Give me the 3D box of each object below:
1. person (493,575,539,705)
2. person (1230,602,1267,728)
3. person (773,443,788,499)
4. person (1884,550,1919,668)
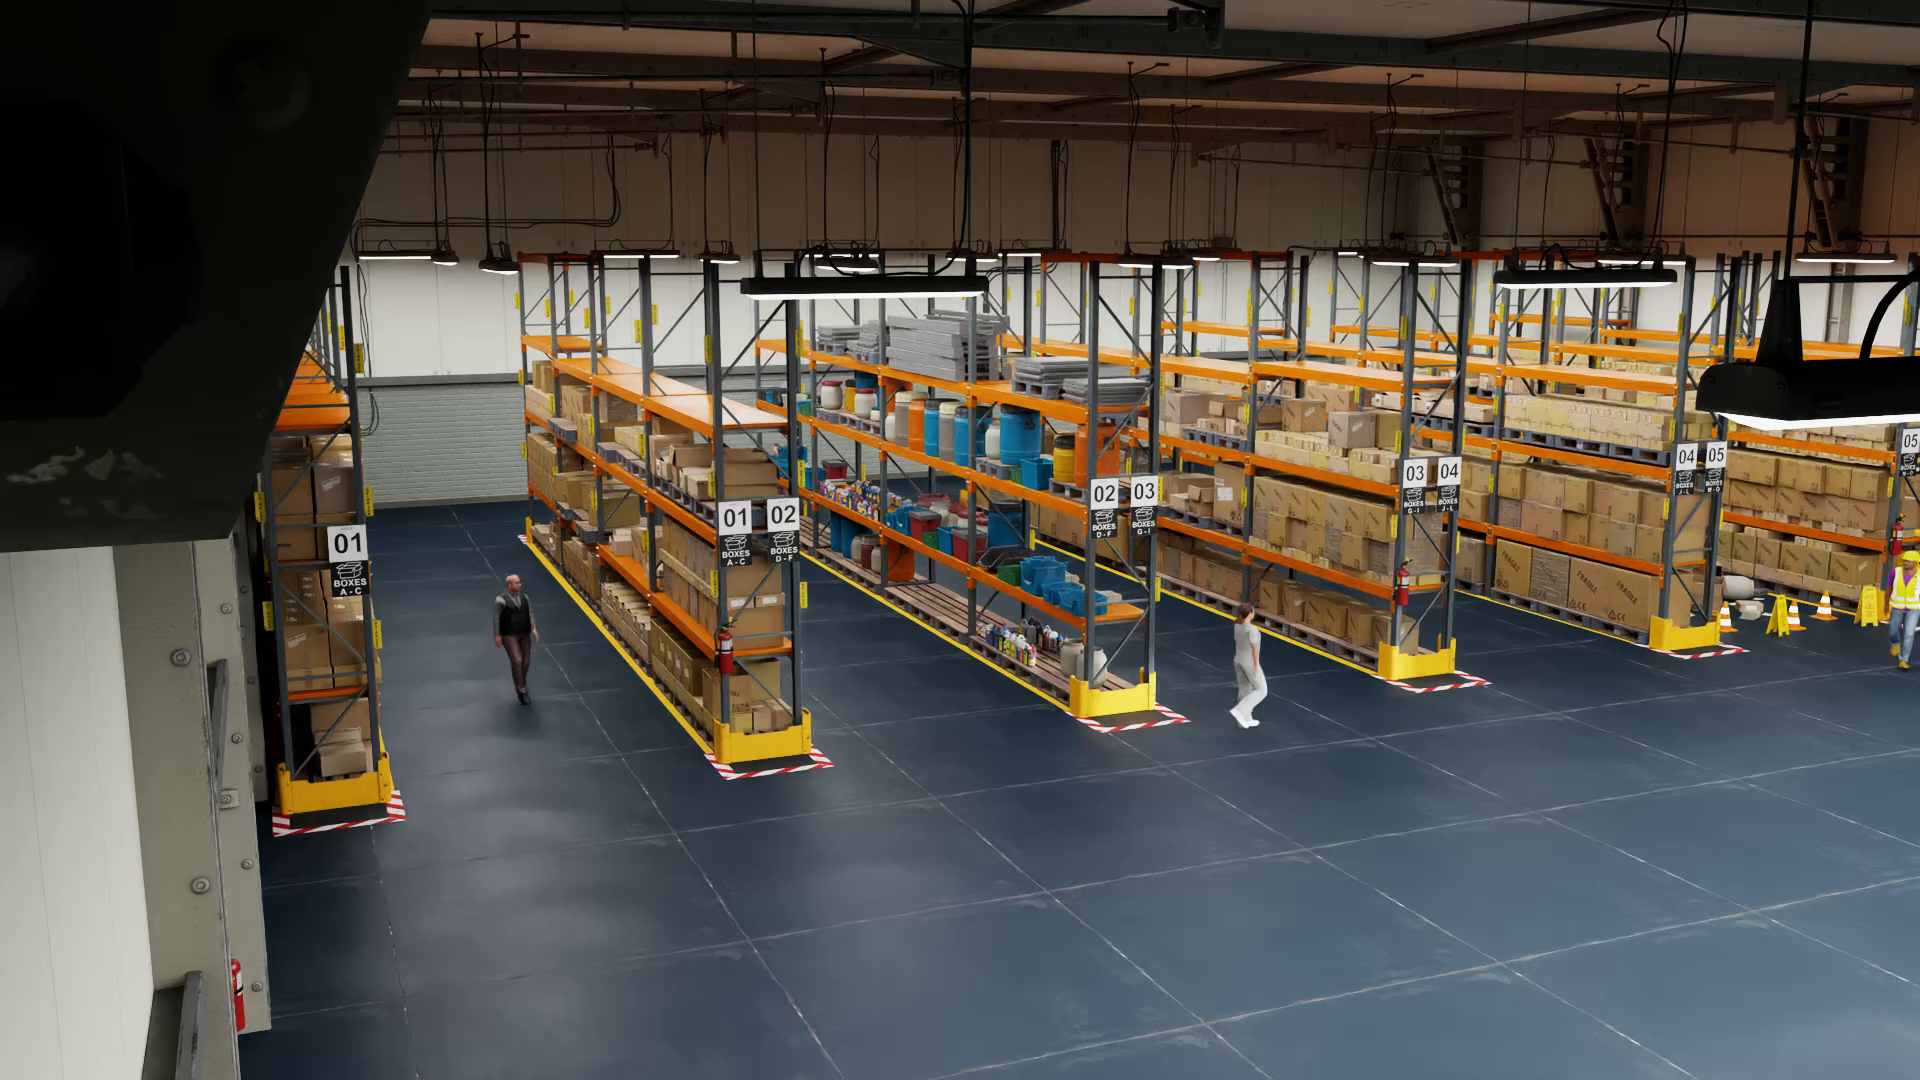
[{"bbox_3d":[-6.053,1.360,22.965,0.768,1.723,0.570,10,14,43],"label":"person"},{"bbox_3d":[3.672,1.622,21.450,0.551,1.667,0.467,-6,12,-30],"label":"person"},{"bbox_3d":[-4.216,-1.410,38.157,0.881,1.639,0.455,-9,14,-40],"label":"person"},{"bbox_3d":[14.042,0.997,24.681,0.574,1.746,0.794,6,12,29],"label":"person"}]
